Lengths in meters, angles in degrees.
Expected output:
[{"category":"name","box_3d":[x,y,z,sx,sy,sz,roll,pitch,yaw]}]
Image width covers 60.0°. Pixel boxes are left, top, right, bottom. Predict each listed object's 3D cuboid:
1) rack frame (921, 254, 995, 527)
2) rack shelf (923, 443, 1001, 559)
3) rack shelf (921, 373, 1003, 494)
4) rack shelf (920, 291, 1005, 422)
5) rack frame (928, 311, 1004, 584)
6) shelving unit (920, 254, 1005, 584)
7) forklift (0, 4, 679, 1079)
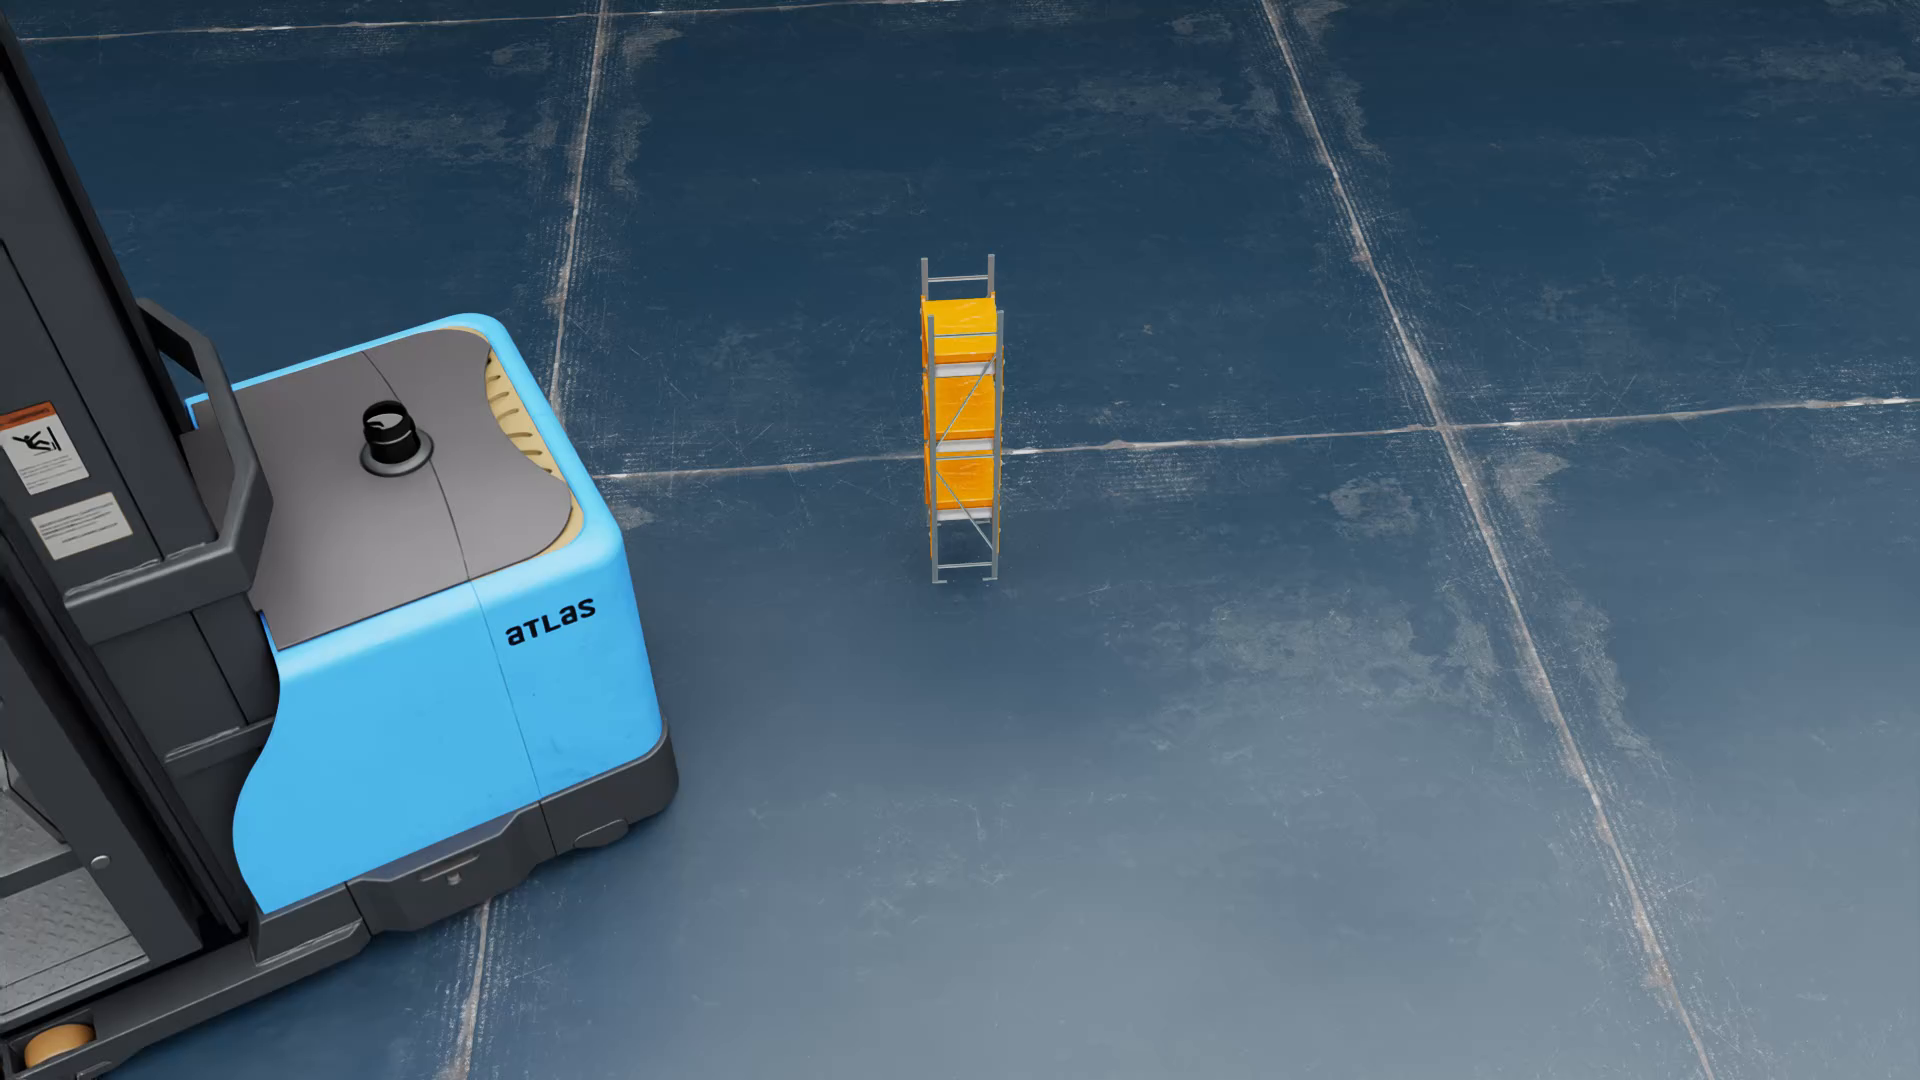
[{"category":"rack frame","box_3d":[-0.006,-0.411,4.916,0.200,1.050,0.008,-3,47,-3]},{"category":"rack shelf","box_3d":[0.004,-0.124,5.042,0.215,0.259,0.240,-3,47,-3]},{"category":"rack shelf","box_3d":[0.004,-0.315,4.840,0.215,0.259,0.240,-3,47,-3]},{"category":"rack shelf","box_3d":[0.004,-0.510,4.634,0.215,0.259,0.240,-3,47,-3]},{"category":"rack frame","box_3d":[0.015,-0.234,4.749,0.200,1.050,0.008,-3,47,-3]},{"category":"shelving unit","box_3d":[0.004,-0.322,4.832,0.215,1.050,0.252,-3,47,-3]},{"category":"forklift","box_3d":[-2.306,-0.064,3.292,3.031,2.935,1.130,-22,50,-19]}]
